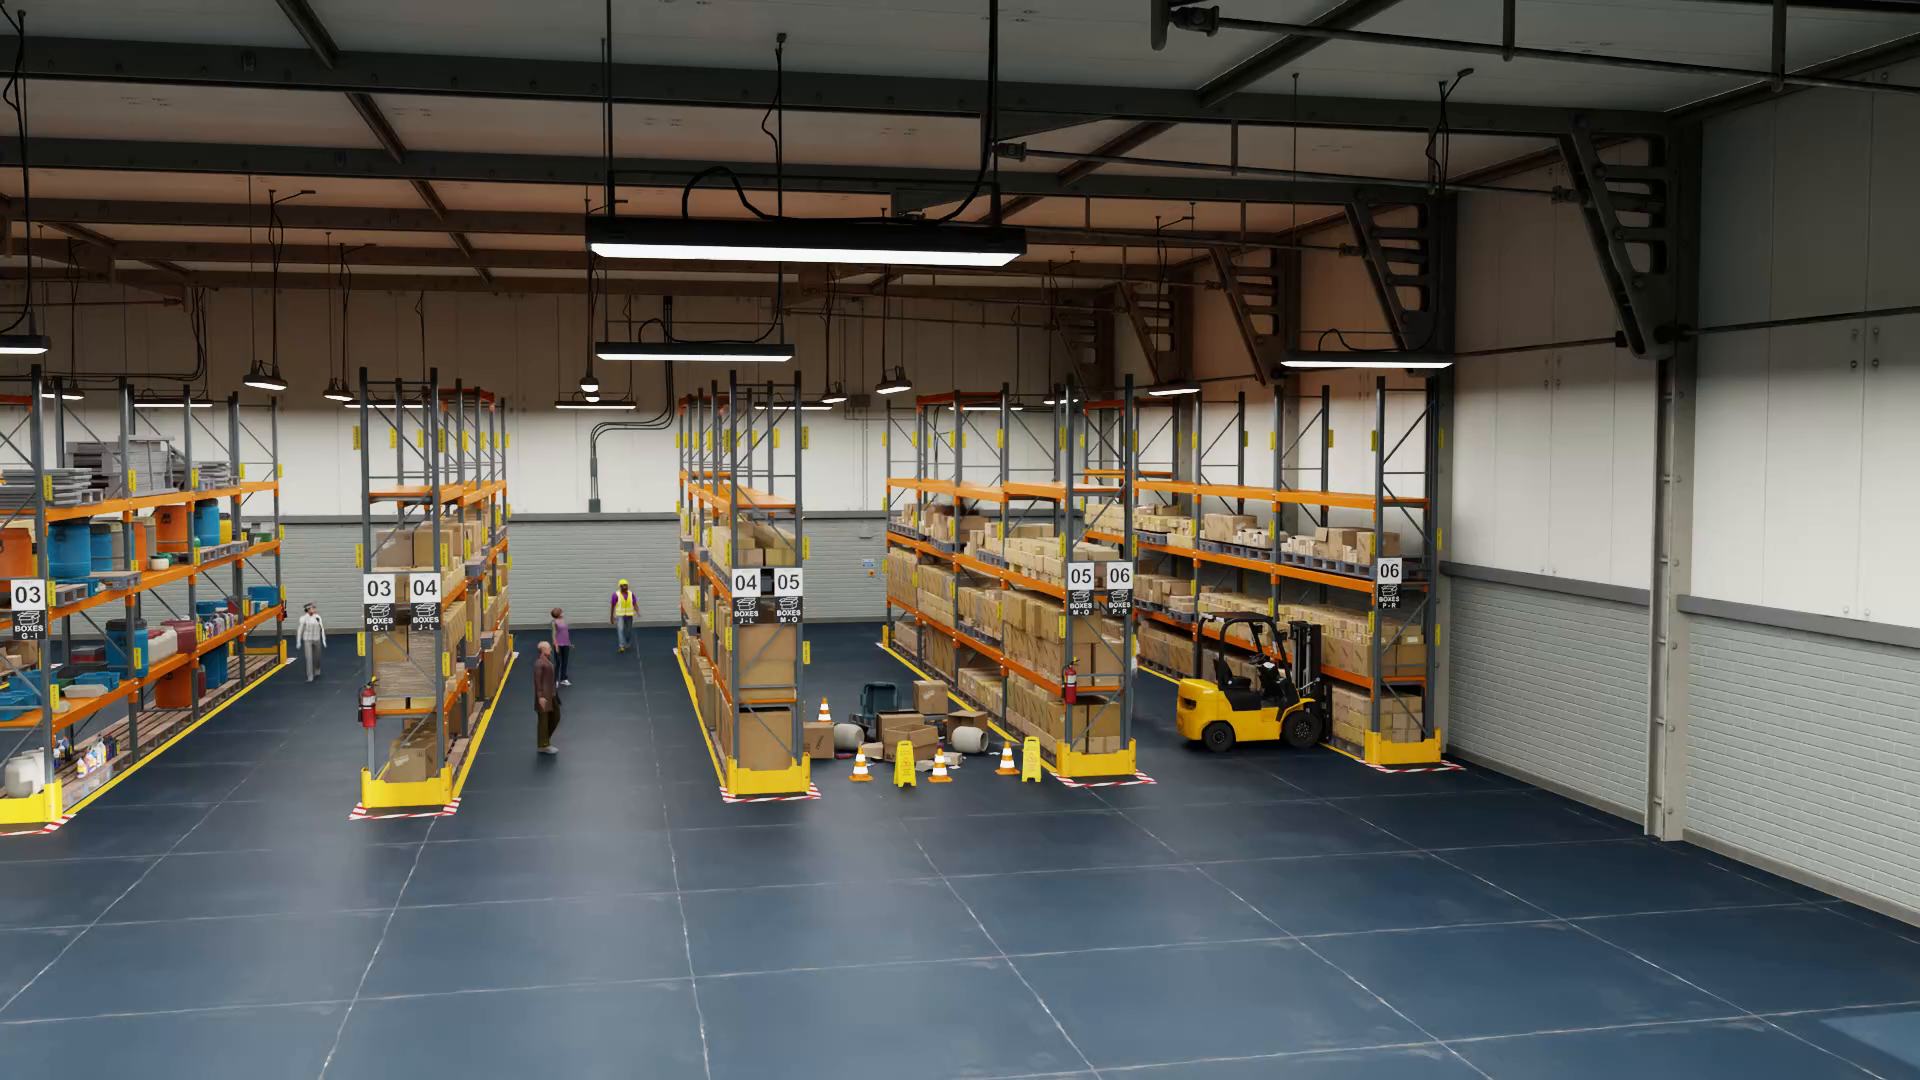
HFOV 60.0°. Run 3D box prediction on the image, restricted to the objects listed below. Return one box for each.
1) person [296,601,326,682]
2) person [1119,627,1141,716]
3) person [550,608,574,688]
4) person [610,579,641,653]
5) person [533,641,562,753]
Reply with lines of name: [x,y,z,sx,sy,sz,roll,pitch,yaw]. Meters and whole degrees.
person: [-13.582,2.102,34.804,0.578,1.643,0.914,-1,4,-23]
person: [2.997,2.374,30.219,0.519,1.678,0.743,-1,4,-15]
person: [-8.157,2.189,34.039,0.393,1.620,0.492,3,4,40]
person: [-7.929,1.789,39.409,0.706,1.718,1.058,-1,4,-14]
person: [-6.692,2.530,26.801,0.564,1.802,0.658,1,3,13]
